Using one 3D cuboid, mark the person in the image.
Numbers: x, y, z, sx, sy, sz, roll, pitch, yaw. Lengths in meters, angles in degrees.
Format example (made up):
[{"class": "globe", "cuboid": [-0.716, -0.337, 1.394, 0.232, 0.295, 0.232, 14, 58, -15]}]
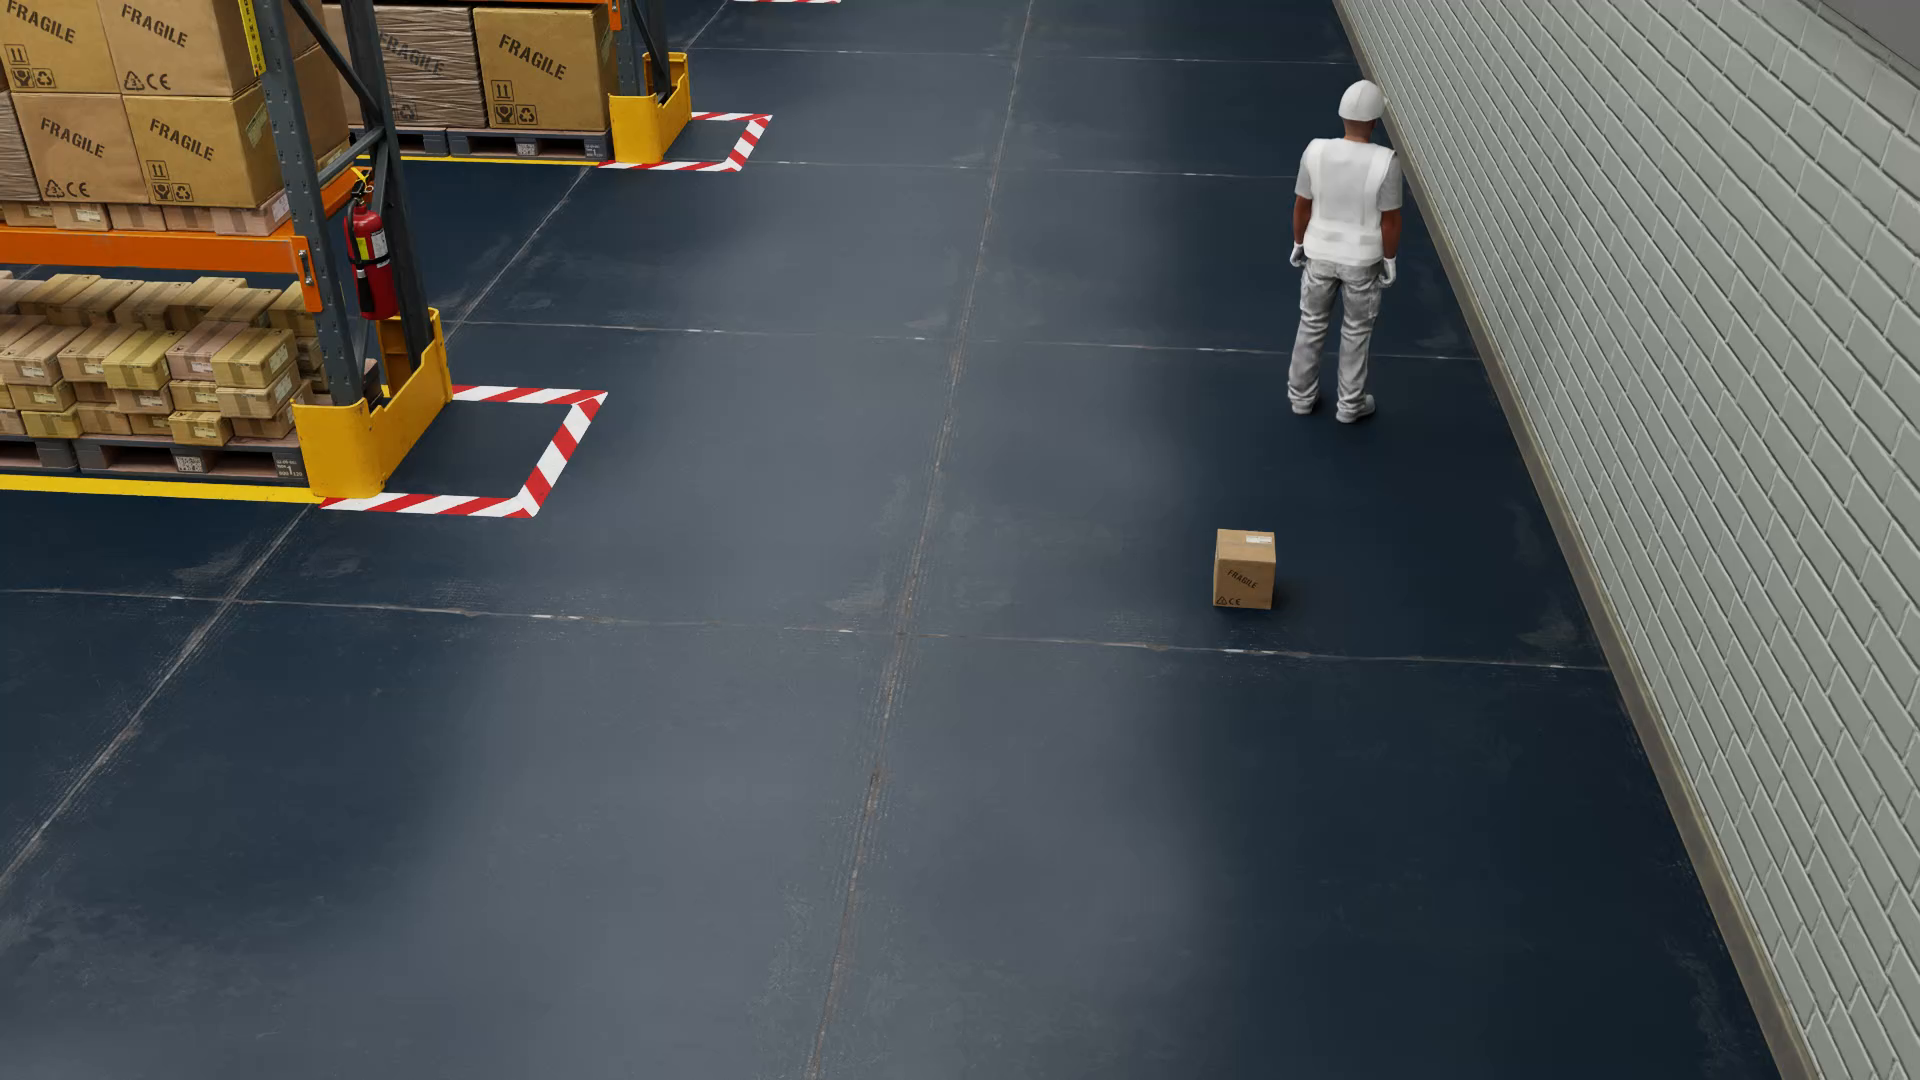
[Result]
[{"class": "person", "cuboid": [1.964, -1.457, 8.471, 0.552, 1.789, 0.386, 16, 35, 23]}]
